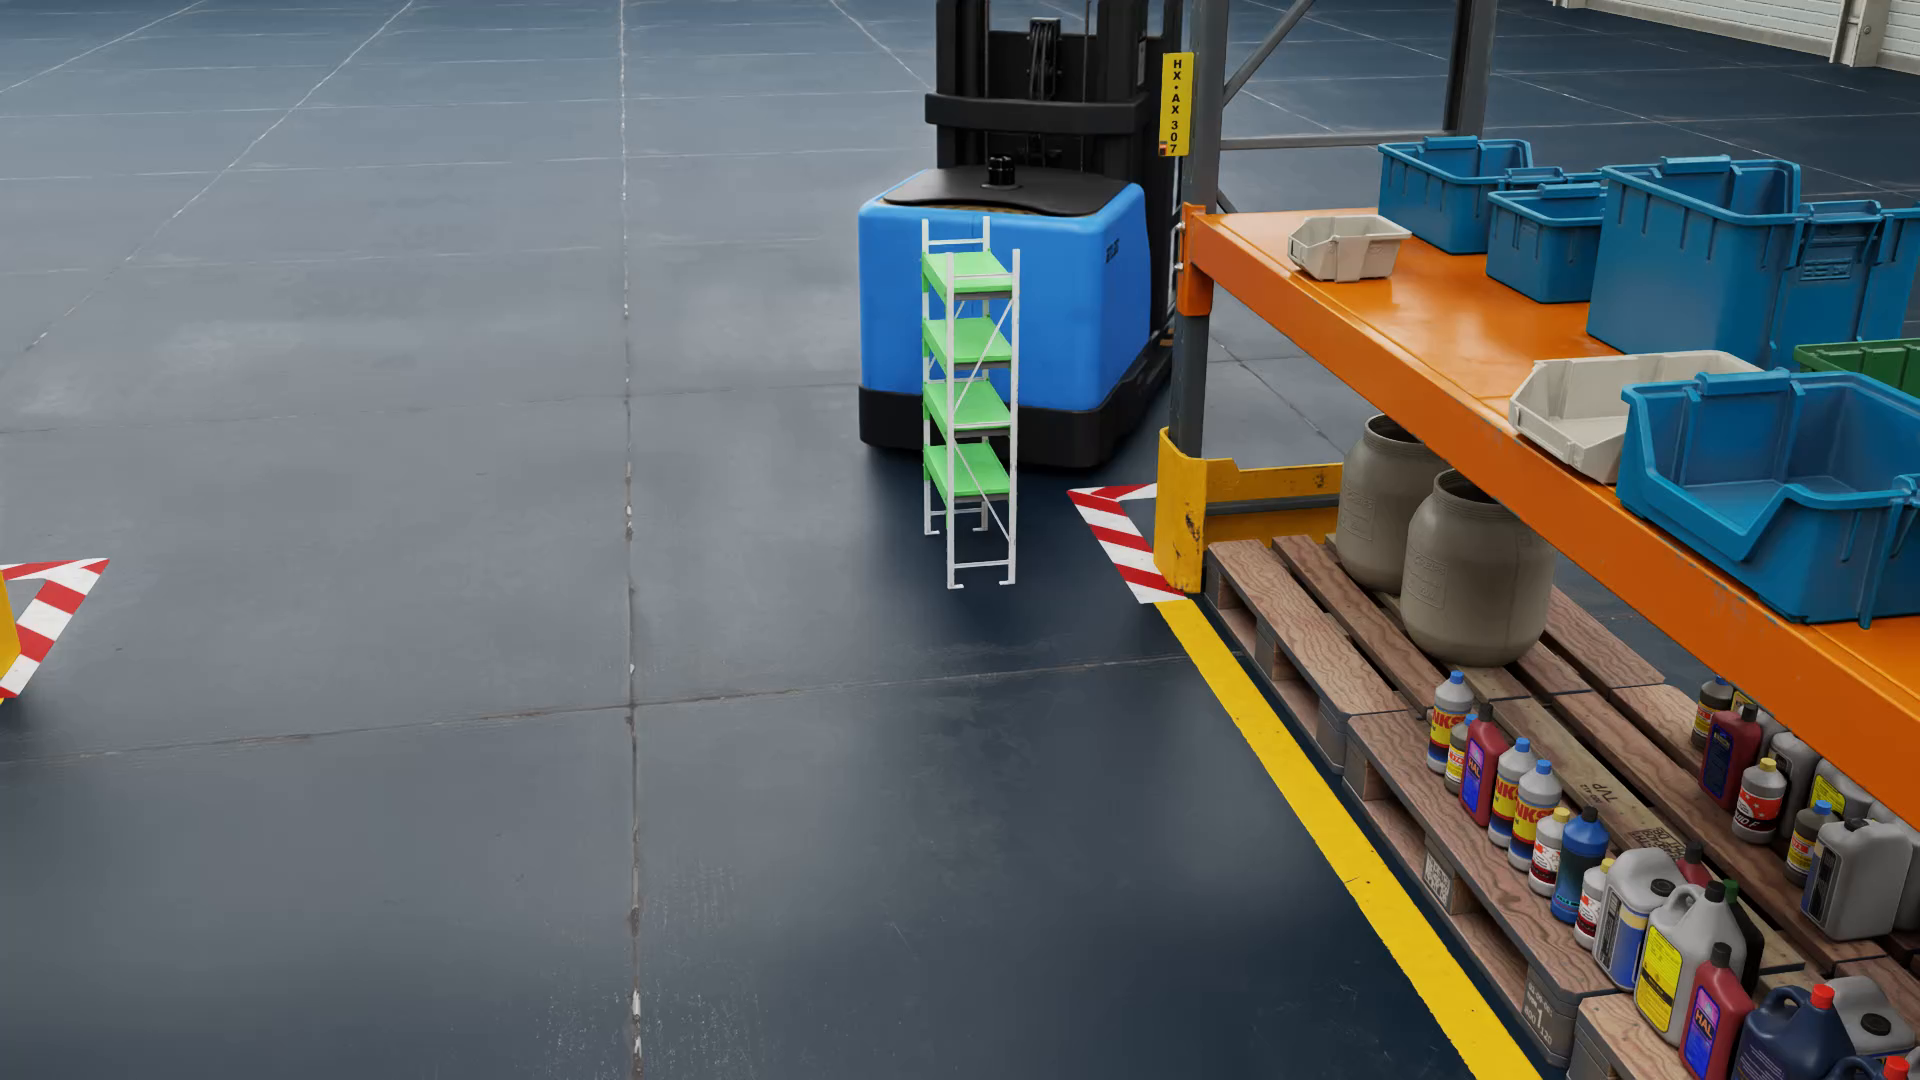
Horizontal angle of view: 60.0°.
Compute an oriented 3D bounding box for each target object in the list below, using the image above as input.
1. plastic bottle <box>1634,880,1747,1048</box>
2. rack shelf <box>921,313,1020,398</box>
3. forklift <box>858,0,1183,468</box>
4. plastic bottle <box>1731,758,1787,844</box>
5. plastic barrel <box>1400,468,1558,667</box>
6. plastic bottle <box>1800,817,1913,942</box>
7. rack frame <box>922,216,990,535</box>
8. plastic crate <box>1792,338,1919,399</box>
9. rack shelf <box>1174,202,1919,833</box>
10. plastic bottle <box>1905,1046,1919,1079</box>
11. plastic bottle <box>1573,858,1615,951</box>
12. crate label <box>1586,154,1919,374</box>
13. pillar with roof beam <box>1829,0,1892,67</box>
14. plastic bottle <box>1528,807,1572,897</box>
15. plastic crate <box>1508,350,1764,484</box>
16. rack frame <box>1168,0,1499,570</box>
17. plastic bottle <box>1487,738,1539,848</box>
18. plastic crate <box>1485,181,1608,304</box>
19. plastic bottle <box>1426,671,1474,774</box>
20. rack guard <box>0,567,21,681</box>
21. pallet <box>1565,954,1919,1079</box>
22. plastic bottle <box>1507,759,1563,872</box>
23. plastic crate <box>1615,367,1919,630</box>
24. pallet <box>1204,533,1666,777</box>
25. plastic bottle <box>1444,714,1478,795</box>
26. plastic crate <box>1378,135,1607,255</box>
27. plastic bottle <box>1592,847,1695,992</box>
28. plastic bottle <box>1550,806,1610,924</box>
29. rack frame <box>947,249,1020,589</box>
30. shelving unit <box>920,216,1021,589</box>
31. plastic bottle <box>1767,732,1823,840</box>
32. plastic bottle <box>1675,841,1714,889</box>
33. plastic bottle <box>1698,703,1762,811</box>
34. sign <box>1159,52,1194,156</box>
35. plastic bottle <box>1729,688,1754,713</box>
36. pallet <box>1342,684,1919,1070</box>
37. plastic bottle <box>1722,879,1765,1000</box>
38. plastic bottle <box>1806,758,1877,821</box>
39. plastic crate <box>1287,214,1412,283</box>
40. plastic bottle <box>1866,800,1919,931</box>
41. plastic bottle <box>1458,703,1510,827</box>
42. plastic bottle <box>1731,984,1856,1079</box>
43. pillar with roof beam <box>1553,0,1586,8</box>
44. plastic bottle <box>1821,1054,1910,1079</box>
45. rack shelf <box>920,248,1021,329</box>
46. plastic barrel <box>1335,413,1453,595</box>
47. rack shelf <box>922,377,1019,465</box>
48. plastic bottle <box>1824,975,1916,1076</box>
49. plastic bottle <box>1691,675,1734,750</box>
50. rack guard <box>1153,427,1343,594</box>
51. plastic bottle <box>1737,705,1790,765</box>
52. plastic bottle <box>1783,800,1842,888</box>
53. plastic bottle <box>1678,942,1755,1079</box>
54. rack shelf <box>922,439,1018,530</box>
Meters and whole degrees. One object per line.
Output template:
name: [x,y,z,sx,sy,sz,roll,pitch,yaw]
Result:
plastic bottle: [1.483,0.831,3.360,0.144,0.351,0.185,-4,24,-10]
rack shelf: [0.031,-0.646,5.790,0.258,0.148,0.480,-4,24,-10]
forklift: [0.510,-2.198,7.621,1.130,2.935,3.031,7,25,16]
plastic bottle: [1.937,0.623,4.023,0.097,0.201,0.097,0,24,0]
plastic barrel: [1.530,0.078,4.908,0.421,0.512,0.421,0,24,0]
plastic bottle: [1.984,0.731,3.682,0.152,0.276,0.135,-4,24,-10]
rack frame: [-0.015,-0.581,6.081,0.240,1.200,0.015,-4,24,-10]
plastic crate: [2.006,-0.205,3.236,0.450,0.188,0.662,-4,24,-10]
rack shelf: [1.610,-0.204,3.868,1.077,0.370,4.000,-4,24,-10]
plastic bottle: [1.719,1.023,2.921,0.144,0.351,0.185,-4,24,-10]
plastic bottle: [1.408,0.791,3.638,0.097,0.201,0.097,0,24,0]
crate label: [1.847,-0.633,3.906,0.502,0.435,0.616,-4,24,-10]
pillar with roof beam: [5.506,-8.993,15.597,9.100,9.000,0.400,-4,24,-10]
plastic bottle: [1.370,0.710,3.824,0.097,0.201,0.097,0,24,0]
plastic crate: [1.431,-0.246,3.395,0.530,0.136,0.437,-4,24,-10]
rack frame: [1.240,-1.320,5.525,1.000,3.000,0.127,-4,24,-10]
plastic bottle: [1.333,0.599,3.989,0.097,0.271,0.097,0,24,0]
plastic crate: [1.742,-0.822,4.569,0.499,0.251,0.408,-4,24,-10]
plastic bottle: [1.269,0.465,4.298,0.097,0.271,0.097,0,24,0]
rack guard: [-3.613,0.222,5.118,1.175,0.500,0.348,-4,24,-10]
pallet: [1.897,1.264,3.093,1.003,0.211,1.213,-4,24,-10]
plastic bottle: [1.351,0.639,3.899,0.097,0.271,0.097,0,24,0]
plastic crate: [1.509,-0.094,2.903,0.499,0.251,0.616,-4,24,-10]
pallet: [1.446,0.304,5.290,1.003,0.211,1.213,-4,24,-10]
plastic bottle: [1.289,0.537,4.218,0.097,0.201,0.097,0,24,0]
plastic crate: [1.627,-1.077,5.155,0.499,0.251,0.616,-4,24,-10]
plastic bottle: [1.456,0.801,3.522,0.152,0.276,0.135,-4,24,-9]
plastic bottle: [1.389,0.718,3.716,0.097,0.271,0.097,0,24,0]
rack frame: [0.076,-0.389,5.641,0.240,1.200,0.015,-4,24,-10]
shelving unit: [0.031,-0.485,5.861,0.258,1.200,0.503,-4,24,-10]
plastic bottle: [2.056,0.572,4.046,0.152,0.276,0.135,-5,24,-11]
plastic bottle: [1.561,0.789,3.539,0.061,0.283,0.133,-4,24,-10]
plastic bottle: [1.926,0.522,4.151,0.061,0.283,0.133,-4,24,-10]
sign: [0.699,-1.408,5.381,0.100,0.325,0.005,-4,24,-10]
plastic bottle: [2.050,0.457,4.299,0.061,0.283,0.133,-4,24,-8]
pallet: [1.668,0.783,4.194,1.003,0.211,1.213,-4,24,-10]
plastic bottle: [1.579,0.844,3.414,0.061,0.283,0.133,-4,24,-10]
plastic bottle: [2.091,0.603,3.883,0.144,0.351,0.185,-3,24,-8]
plastic crate: [1.090,-0.824,4.718,0.298,0.136,0.250,-4,24,-10]
plastic bottle: [2.125,0.676,3.715,0.144,0.351,0.185,-4,24,-10]
plastic bottle: [1.293,0.550,4.088,0.061,0.283,0.133,-4,24,-9]
plastic bottle: [1.542,0.958,3.069,0.144,0.351,0.185,-6,24,-12]
pillar with roof beam: [4.397,-11.353,21.001,9.100,9.000,0.400,-4,24,-10]
plastic bottle: [1.578,1.033,2.896,0.144,0.351,0.185,-5,24,-11]
rack shelf: [0.031,-0.866,5.694,0.258,0.148,0.480,-4,24,-10]
plastic barrel: [1.437,-0.119,5.359,0.421,0.512,0.421,0,24,0]
rack shelf: [0.031,-0.426,5.886,0.258,0.148,0.480,-4,24,-10]
plastic bottle: [1.683,0.971,3.132,0.152,0.276,0.135,-4,24,-10]
plastic bottle: [2.011,0.450,4.418,0.097,0.201,0.097,0,24,0]
rack guard: [1.301,-0.148,5.965,1.175,0.500,0.348,-4,24,-10]
plastic bottle: [2.031,0.517,4.171,0.152,0.276,0.135,-4,24,-9]
plastic bottle: [1.980,0.697,3.853,0.097,0.201,0.097,0,24,0]
plastic bottle: [1.471,0.928,3.222,0.061,0.283,0.133,-3,24,-6]
rack shelf: [0.031,-0.206,5.982,0.258,0.148,0.480,-4,24,-10]
